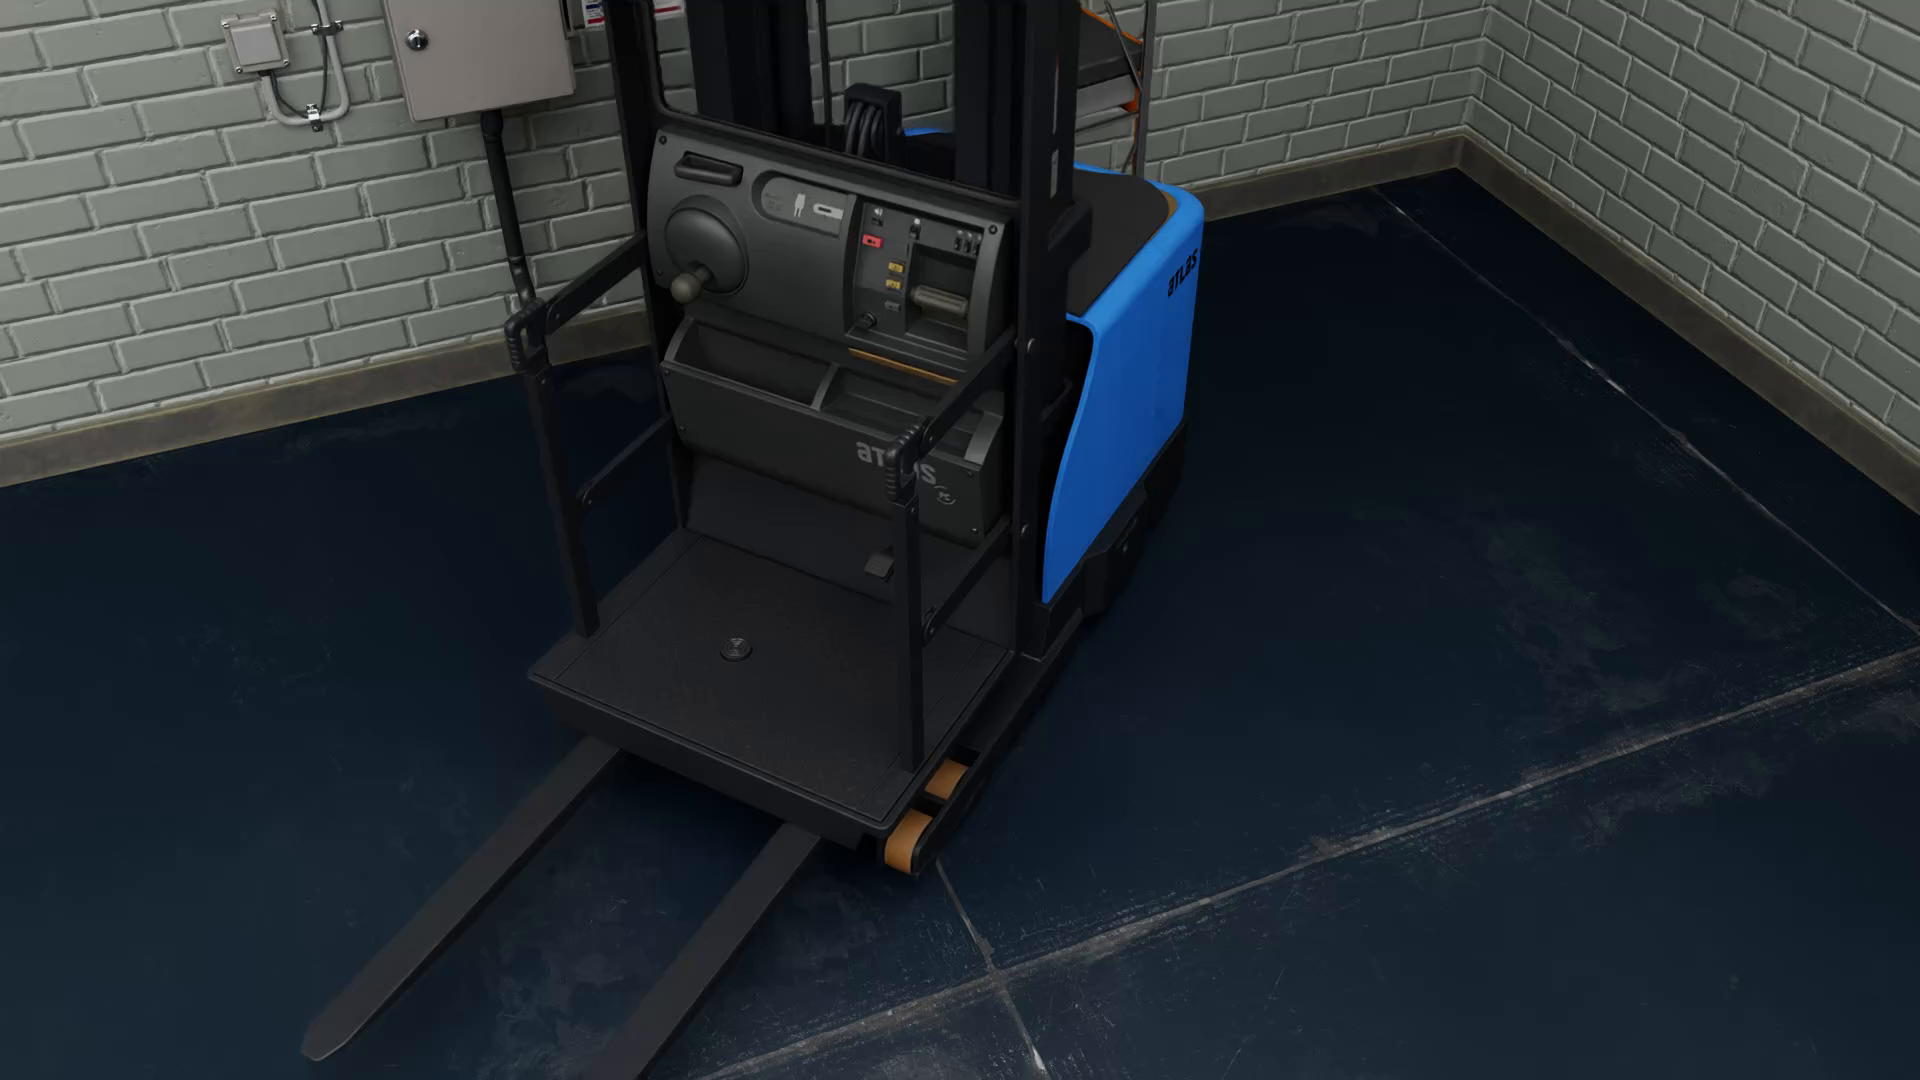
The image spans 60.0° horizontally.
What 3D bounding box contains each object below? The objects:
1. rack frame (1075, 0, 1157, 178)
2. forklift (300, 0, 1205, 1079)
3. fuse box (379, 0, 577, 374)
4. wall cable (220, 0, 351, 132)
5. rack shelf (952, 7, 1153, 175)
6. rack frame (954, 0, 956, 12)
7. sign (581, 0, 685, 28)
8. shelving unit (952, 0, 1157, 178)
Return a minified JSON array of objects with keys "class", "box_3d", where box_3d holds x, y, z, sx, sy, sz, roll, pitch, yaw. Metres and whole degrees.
[{"class":"rack frame","box_3d":[0.417,-1.267,5.113,0.400,2.100,0.015,-23,46,-24]},{"class":"forklift","box_3d":[-0.426,-0.597,3.696,1.130,2.935,3.031,19,44,21]},{"class":"fuse box","box_3d":[-1.420,-1.160,5.286,0.539,1.711,0.414,-15,43,-17]},{"class":"wall cable","box_3d":[-2.111,-1.958,4.447,0.588,1.984,0.122,-15,43,-17]},{"class":"rack shelf","box_3d":[0.284,-1.391,5.278,0.431,0.518,0.480,-23,46,-24]},{"class":"rack frame","box_3d":[0.152,-1.534,5.424,0.400,2.100,0.015,-23,46,-24]},{"class":"sign","box_3d":[-1.043,-1.860,5.185,0.329,0.494,0.001,-15,43,-17]},{"class":"shelving unit","box_3d":[0.284,-1.401,5.269,0.431,2.100,0.503,-23,46,-24]}]
